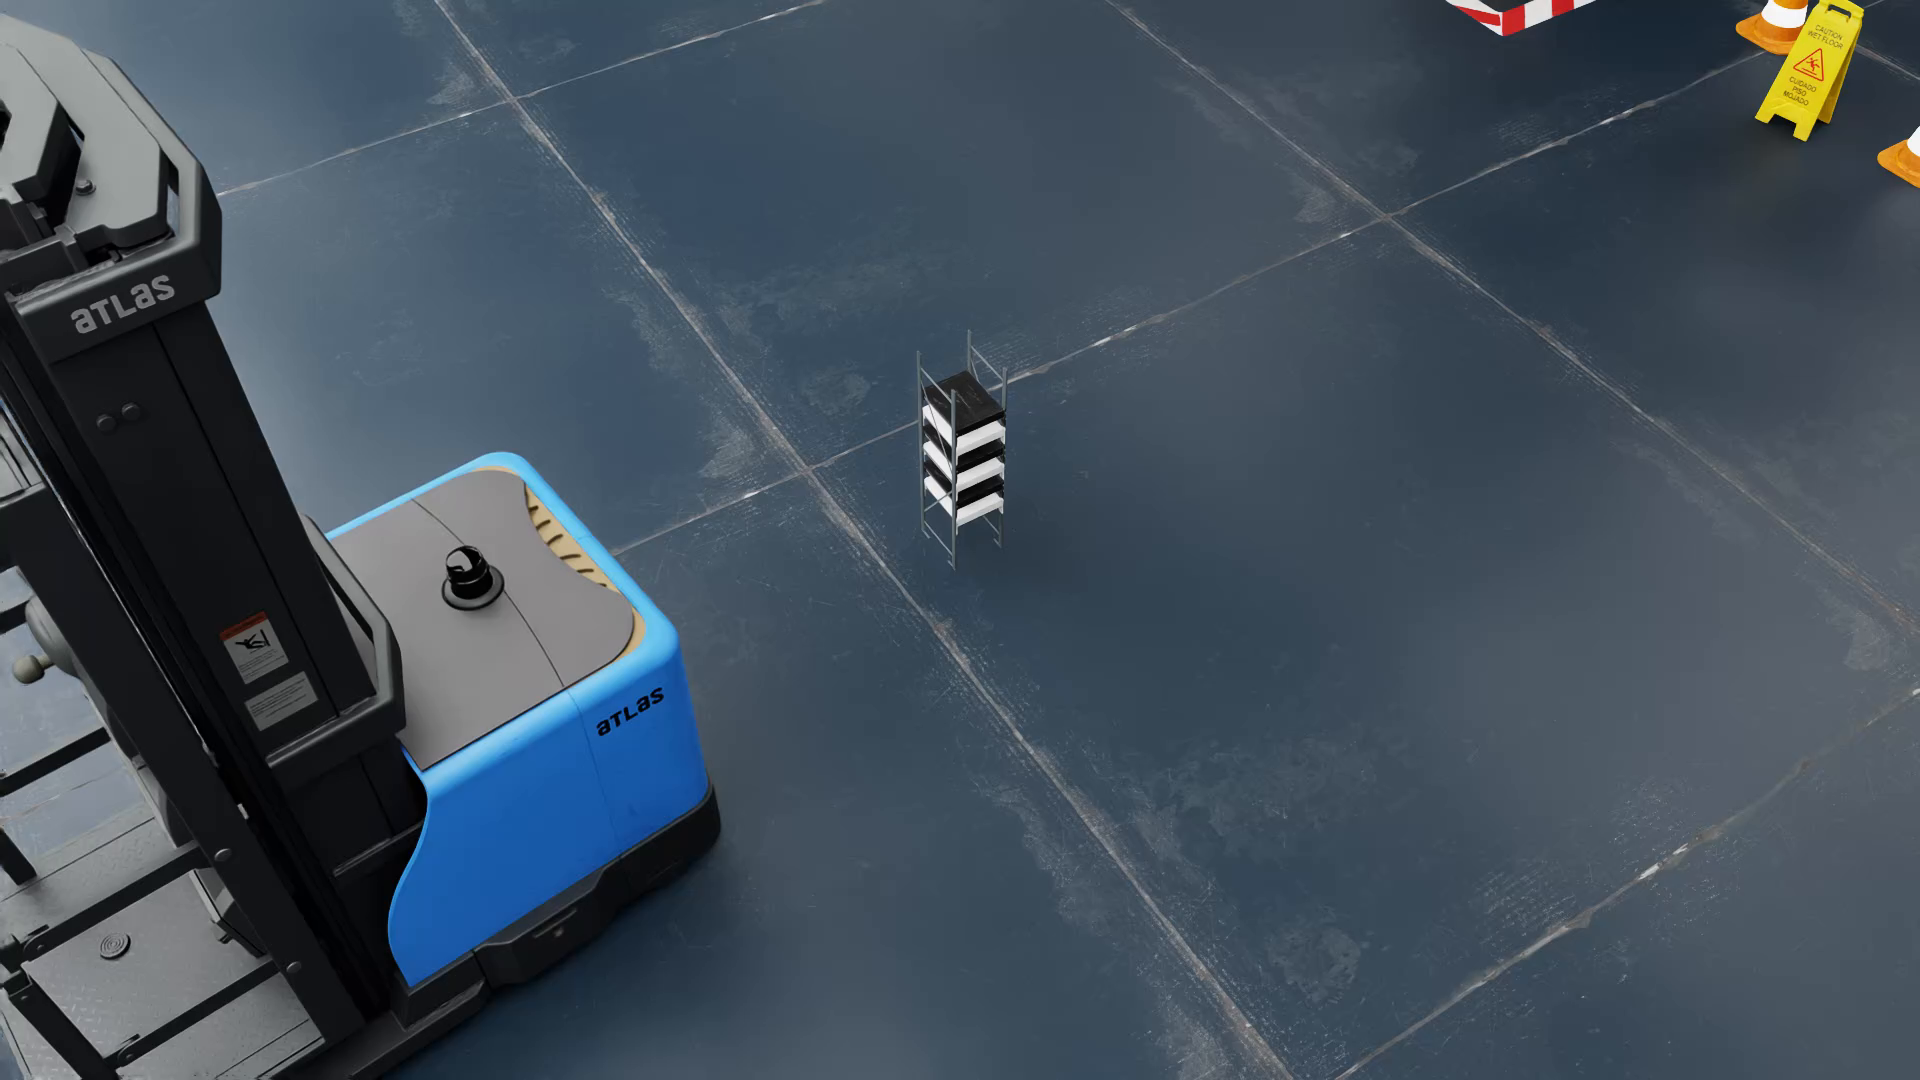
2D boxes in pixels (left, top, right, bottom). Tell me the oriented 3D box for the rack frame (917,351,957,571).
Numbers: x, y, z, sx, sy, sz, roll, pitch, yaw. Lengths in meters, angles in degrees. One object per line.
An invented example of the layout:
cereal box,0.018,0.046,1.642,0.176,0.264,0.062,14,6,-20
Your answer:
rack frame,-0.079,-0.262,5.881,0.006,0.900,0.240,-25,53,-21

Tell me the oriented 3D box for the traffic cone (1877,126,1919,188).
traffic cone,4.524,-1.914,7.644,0.334,0.463,0.336,-25,53,-21

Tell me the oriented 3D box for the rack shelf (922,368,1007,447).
rack shelf,0.007,-0.460,5.740,0.200,0.077,0.258,-25,53,-21

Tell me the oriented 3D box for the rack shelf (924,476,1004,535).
rack shelf,0.007,-0.161,6.076,0.200,0.077,0.258,-25,53,-21

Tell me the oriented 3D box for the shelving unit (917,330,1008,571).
shelving unit,0.007,-0.302,5.917,0.210,0.900,0.258,-25,53,-21

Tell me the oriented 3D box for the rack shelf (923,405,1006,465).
rack shelf,0.007,-0.400,5.807,0.200,0.077,0.258,-25,53,-21

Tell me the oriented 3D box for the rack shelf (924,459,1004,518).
rack shelf,0.007,-0.220,6.009,0.200,0.077,0.258,-25,53,-21

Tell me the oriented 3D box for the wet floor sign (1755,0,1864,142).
wet floor sign,4.034,-2.247,7.819,0.232,0.644,0.267,-34,57,-27

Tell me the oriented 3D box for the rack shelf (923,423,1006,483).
rack shelf,0.007,-0.340,5.874,0.200,0.077,0.258,-25,53,-21

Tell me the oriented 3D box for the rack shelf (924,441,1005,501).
rack shelf,0.007,-0.280,5.942,0.200,0.077,0.258,-25,53,-21

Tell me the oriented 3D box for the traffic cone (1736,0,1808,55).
traffic cone,4.209,-2.763,8.400,0.334,0.463,0.336,-25,53,-21

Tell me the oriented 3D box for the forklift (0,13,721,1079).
forklift,-2.230,0.417,3.916,3.031,2.935,1.130,-31,55,-25

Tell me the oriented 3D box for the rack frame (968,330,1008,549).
rack frame,0.093,-0.343,5.953,0.006,0.900,0.240,-25,53,-21
